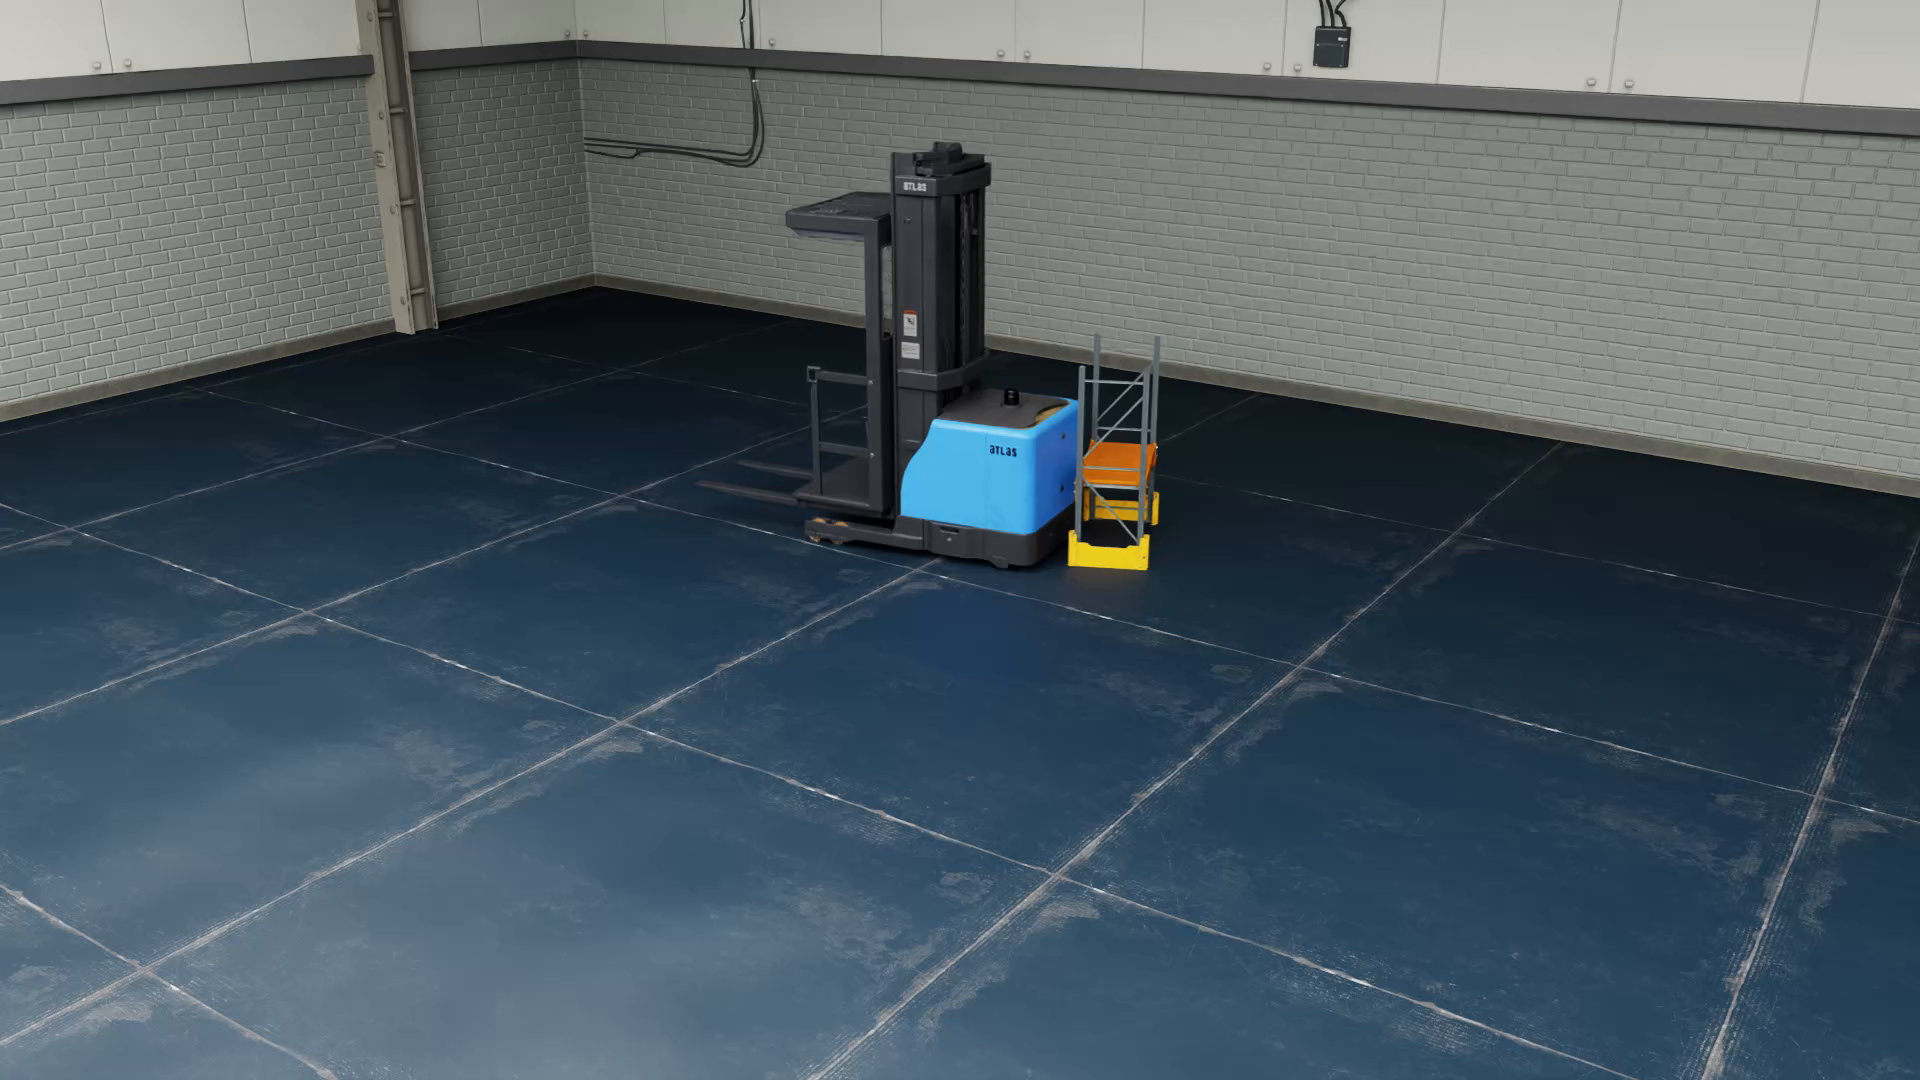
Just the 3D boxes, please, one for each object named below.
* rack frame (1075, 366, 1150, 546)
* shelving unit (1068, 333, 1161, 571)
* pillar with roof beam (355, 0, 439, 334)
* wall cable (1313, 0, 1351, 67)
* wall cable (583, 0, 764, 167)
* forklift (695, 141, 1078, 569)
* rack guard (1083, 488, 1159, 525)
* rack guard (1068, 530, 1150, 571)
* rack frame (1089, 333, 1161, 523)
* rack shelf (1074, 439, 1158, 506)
[{"bbox_3d":[1.090,-0.511,11.985,0.500,1.500,0.032,4,21,10],"label":"rack frame"},{"bbox_3d":[1.181,-0.681,12.445,0.587,1.500,1.083,4,21,10],"label":"shelving unit"},{"bbox_3d":[-2.781,-5.839,15.579,9.100,9.000,0.400,13,24,32],"label":"pillar with roof beam"},{"bbox_3d":[4.251,-7.005,13.829,2.305,6.003,0.169,13,24,32],"label":"wall cable"},{"bbox_3d":[-3.591,-5.810,19.976,3.097,2.526,0.112,13,24,32],"label":"wall cable"},{"bbox_3d":[-0.625,-1.497,12.588,3.031,2.935,1.130,9,22,24],"label":"forklift"},{"bbox_3d":[1.272,-0.265,13.121,0.587,0.250,0.087,4,21,10],"label":"rack guard"},{"bbox_3d":[1.091,0.075,12.203,0.587,0.250,0.087,4,21,10],"label":"rack guard"},{"bbox_3d":[1.276,-0.858,12.922,0.500,1.500,0.032,4,21,10],"label":"rack frame"},{"bbox_3d":[1.183,-0.516,12.516,0.538,0.185,1.000,4,21,10],"label":"rack shelf"}]
